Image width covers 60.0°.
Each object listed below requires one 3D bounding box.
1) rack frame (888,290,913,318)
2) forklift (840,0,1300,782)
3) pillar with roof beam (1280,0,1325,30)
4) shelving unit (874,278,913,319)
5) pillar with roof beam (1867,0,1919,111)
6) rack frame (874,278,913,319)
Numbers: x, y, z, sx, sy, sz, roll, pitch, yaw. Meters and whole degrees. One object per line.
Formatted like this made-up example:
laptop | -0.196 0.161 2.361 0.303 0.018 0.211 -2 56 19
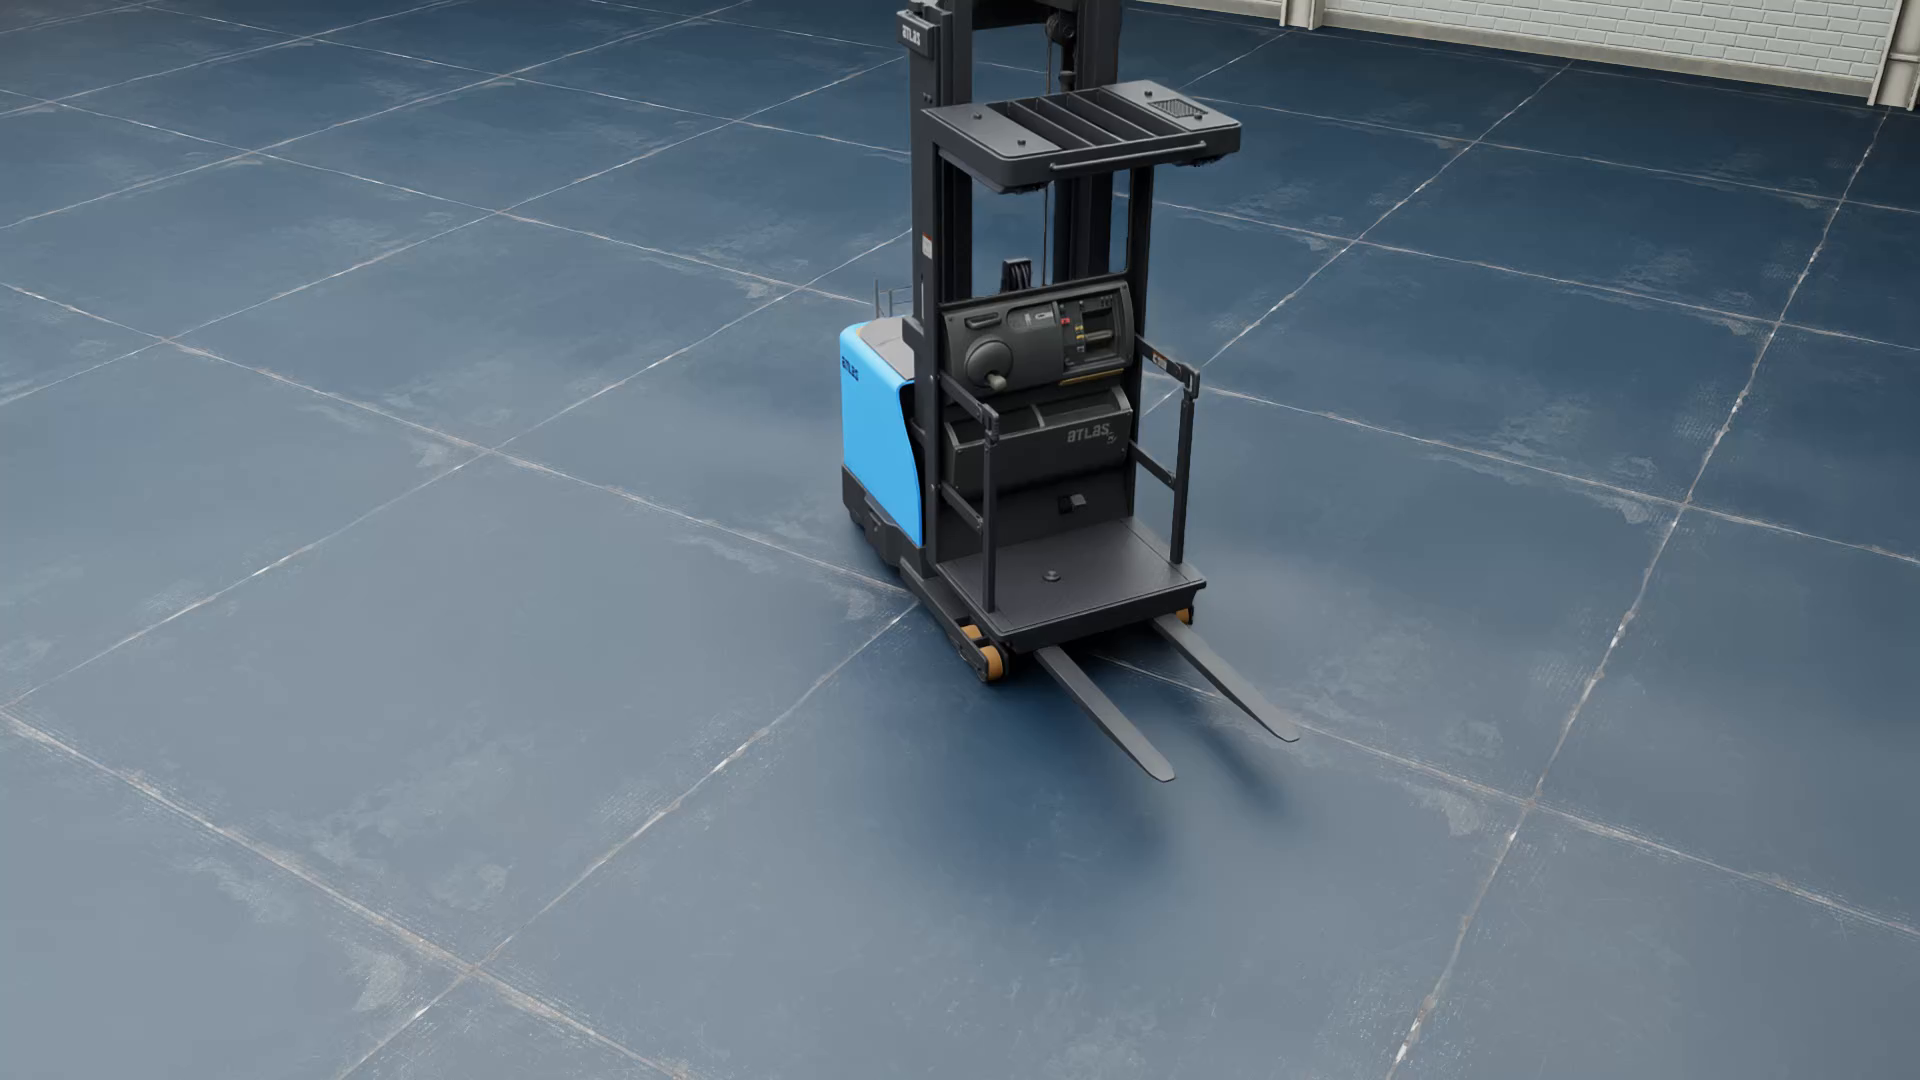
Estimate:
rack frame | -0.260 -0.795 8.922 0.240 1.200 0.006 -14 33 -22
forklift | 0.460 -0.867 7.327 1.130 2.935 3.031 -14 33 -22
pillar with roof beam | 1.538 -7.826 13.234 0.400 9.000 9.100 18 35 27
shelving unit | -0.300 -0.837 8.993 0.258 1.200 0.189 -14 33 -22
pillar with roof beam | 6.620 -6.218 10.479 0.400 9.000 9.100 18 35 27
rack frame | -0.339 -0.878 9.065 0.240 1.200 0.006 -14 33 -22
